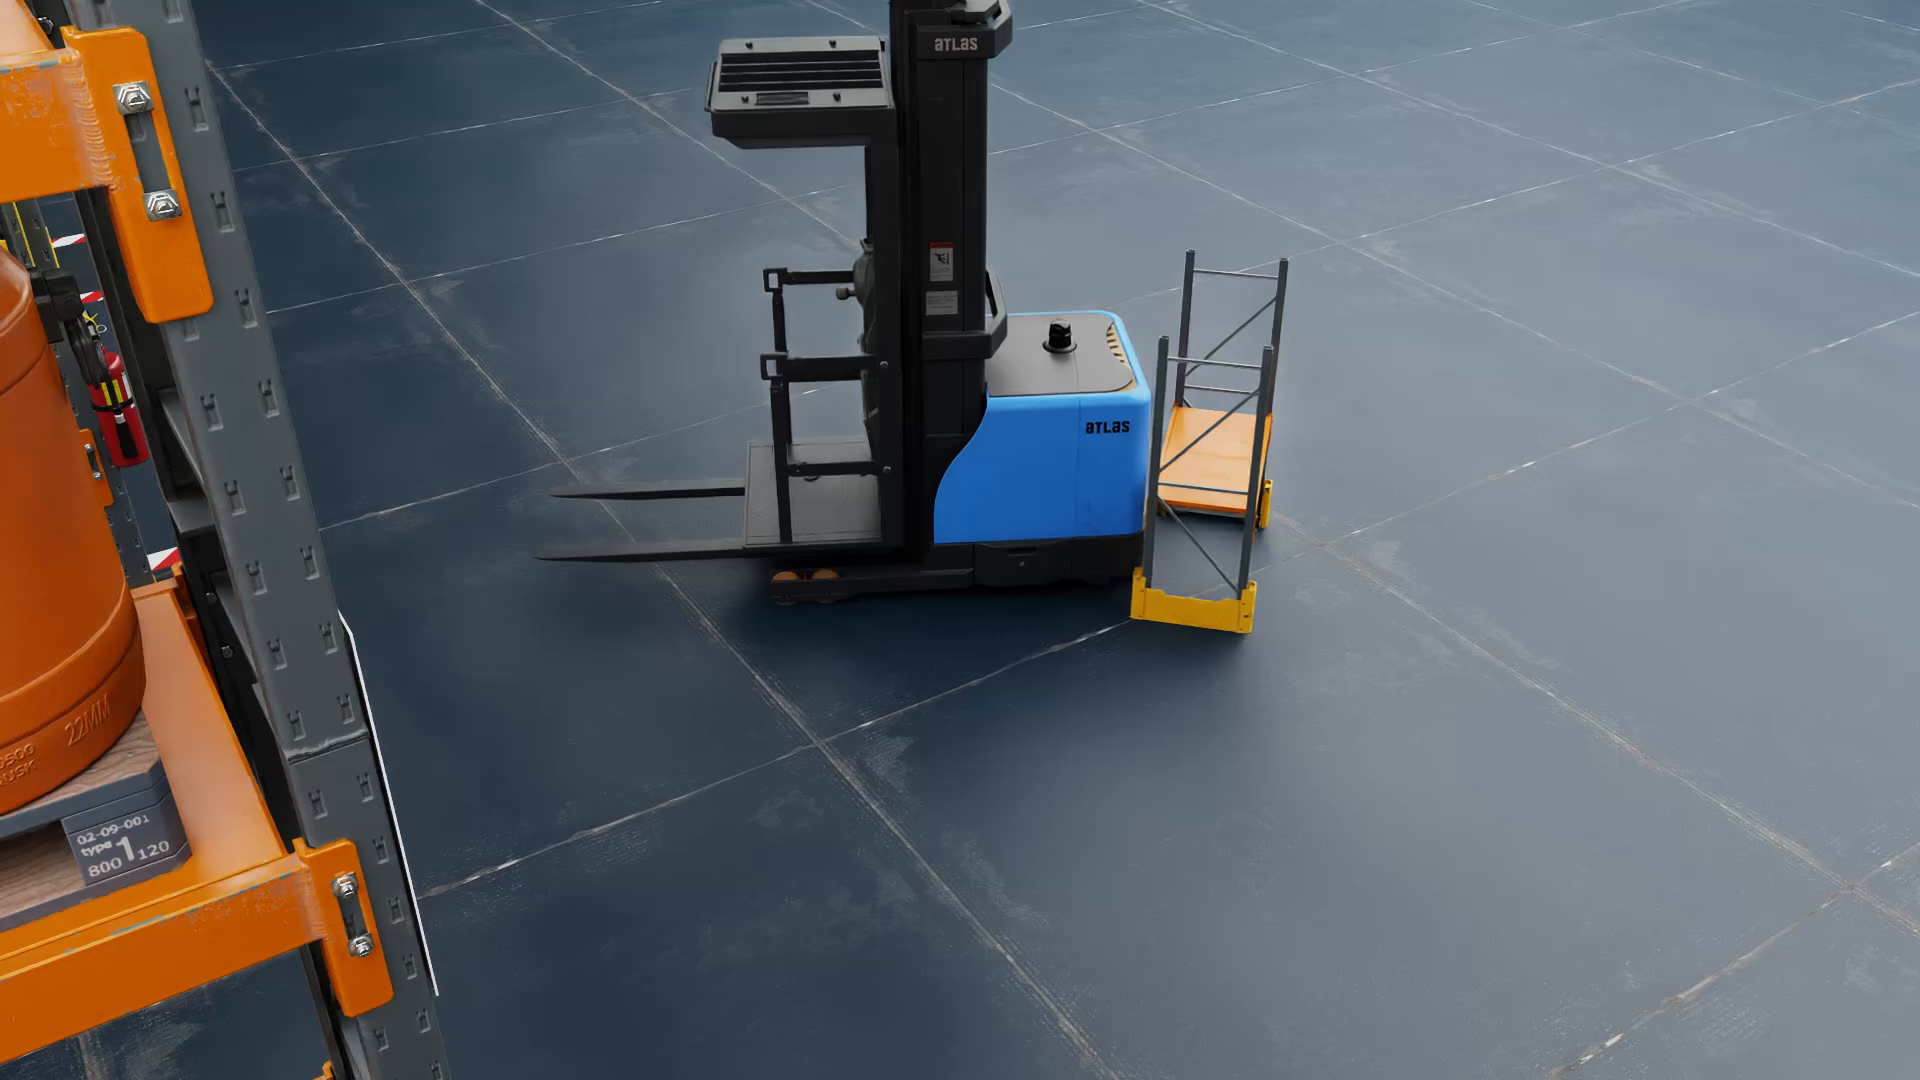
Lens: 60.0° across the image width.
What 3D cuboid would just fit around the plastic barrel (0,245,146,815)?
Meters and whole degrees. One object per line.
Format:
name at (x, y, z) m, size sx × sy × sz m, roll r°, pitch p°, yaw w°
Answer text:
plastic barrel at (-1.597, -0.055, 2.418) m, size 0.708 × 0.830 × 0.600 m, roll -19°, pitch 37°, yaw -27°

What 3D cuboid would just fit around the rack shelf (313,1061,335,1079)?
rack shelf at (-2.938, 2.258, 3.033) m, size 4.000 × 0.370 × 1.077 m, roll -19°, pitch 37°, yaw -27°

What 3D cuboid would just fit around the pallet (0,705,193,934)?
pallet at (-2.005, 0.382, 2.698) m, size 1.213 × 0.211 × 1.003 m, roll -19°, pitch 37°, yaw -27°

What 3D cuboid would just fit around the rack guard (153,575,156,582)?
rack guard at (-4.004, 0.234, 7.911) m, size 0.348 × 0.500 × 1.175 m, roll -19°, pitch 37°, yaw -27°

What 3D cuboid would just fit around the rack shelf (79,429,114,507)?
rack shelf at (-5.622, 0.037, 6.554) m, size 4.000 × 0.370 × 1.077 m, roll -19°, pitch 37°, yaw -27°

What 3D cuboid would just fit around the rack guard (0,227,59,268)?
rack guard at (-6.523, -2.049, 11.529) m, size 0.348 × 0.500 × 1.175 m, roll -19°, pitch 37°, yaw -27°

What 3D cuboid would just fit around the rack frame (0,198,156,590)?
rack frame at (-3.941, -0.845, 7.279) m, size 0.127 × 3.000 × 1.000 m, roll -19°, pitch 37°, yaw -27°

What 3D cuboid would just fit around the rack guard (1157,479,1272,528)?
rack guard at (1.357, -0.225, 8.873) m, size 0.587 × 0.250 × 0.087 m, roll 7°, pitch 33°, yaw 11°

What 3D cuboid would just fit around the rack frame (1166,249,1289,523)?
rack frame at (1.362, -0.764, 8.556) m, size 0.500 × 1.500 × 0.032 m, roll 7°, pitch 33°, yaw 11°

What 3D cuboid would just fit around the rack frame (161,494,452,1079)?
rack frame at (-1.257, 1.376, 3.758) m, size 0.127 × 3.000 × 1.000 m, roll -19°, pitch 37°, yaw -27°

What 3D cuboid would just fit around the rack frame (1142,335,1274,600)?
rack frame at (1.127, -0.236, 7.719) m, size 0.500 × 1.500 × 0.032 m, roll 7°, pitch 33°, yaw 11°

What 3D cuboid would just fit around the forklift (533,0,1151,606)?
forklift at (-0.622, -1.210, 7.921) m, size 3.031 × 2.935 × 1.130 m, roll -3°, pitch 32°, yaw -4°

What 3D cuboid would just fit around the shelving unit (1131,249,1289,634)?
shelving unit at (1.242, -0.495, 8.130) m, size 0.587 × 1.500 × 1.083 m, roll 7°, pitch 33°, yaw 11°

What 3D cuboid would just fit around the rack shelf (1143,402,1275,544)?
rack shelf at (1.244, -0.348, 8.233) m, size 0.538 × 0.185 × 1.000 m, roll 7°, pitch 33°, yaw 11°

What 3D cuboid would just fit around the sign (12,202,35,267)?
sign at (-3.657, -1.214, 6.482) m, size 0.005 × 0.325 × 0.100 m, roll -19°, pitch 37°, yaw -27°

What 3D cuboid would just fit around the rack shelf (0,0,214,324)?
rack shelf at (-2.938, -0.110, 1.539) m, size 4.000 × 0.370 × 1.077 m, roll -19°, pitch 37°, yaw -27°

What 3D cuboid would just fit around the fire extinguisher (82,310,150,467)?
fire extinguisher at (-3.595, -0.639, 7.024) m, size 0.183 × 0.674 × 0.296 m, roll -19°, pitch 37°, yaw -27°

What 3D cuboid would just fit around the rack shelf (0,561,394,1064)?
rack shelf at (-2.938, 0.989, 2.233) m, size 4.000 × 0.370 × 1.077 m, roll -19°, pitch 37°, yaw -27°

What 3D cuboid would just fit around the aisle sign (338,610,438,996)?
aisle sign at (-1.036, 0.388, 2.886) m, size 0.004 × 0.787 × 0.394 m, roll -19°, pitch 37°, yaw -27°

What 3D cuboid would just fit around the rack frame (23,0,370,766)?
rack frame at (-1.257, -1.162, 2.157) m, size 0.127 × 3.000 × 1.000 m, roll -19°, pitch 37°, yaw -27°

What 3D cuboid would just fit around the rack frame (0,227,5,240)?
rack frame at (-6.543, -3.099, 10.851) m, size 0.127 × 3.000 × 1.000 m, roll -19°, pitch 37°, yaw -27°

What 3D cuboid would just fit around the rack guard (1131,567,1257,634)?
rack guard at (1.128, 0.292, 8.053) m, size 0.587 × 0.250 × 0.087 m, roll 7°, pitch 33°, yaw 11°
